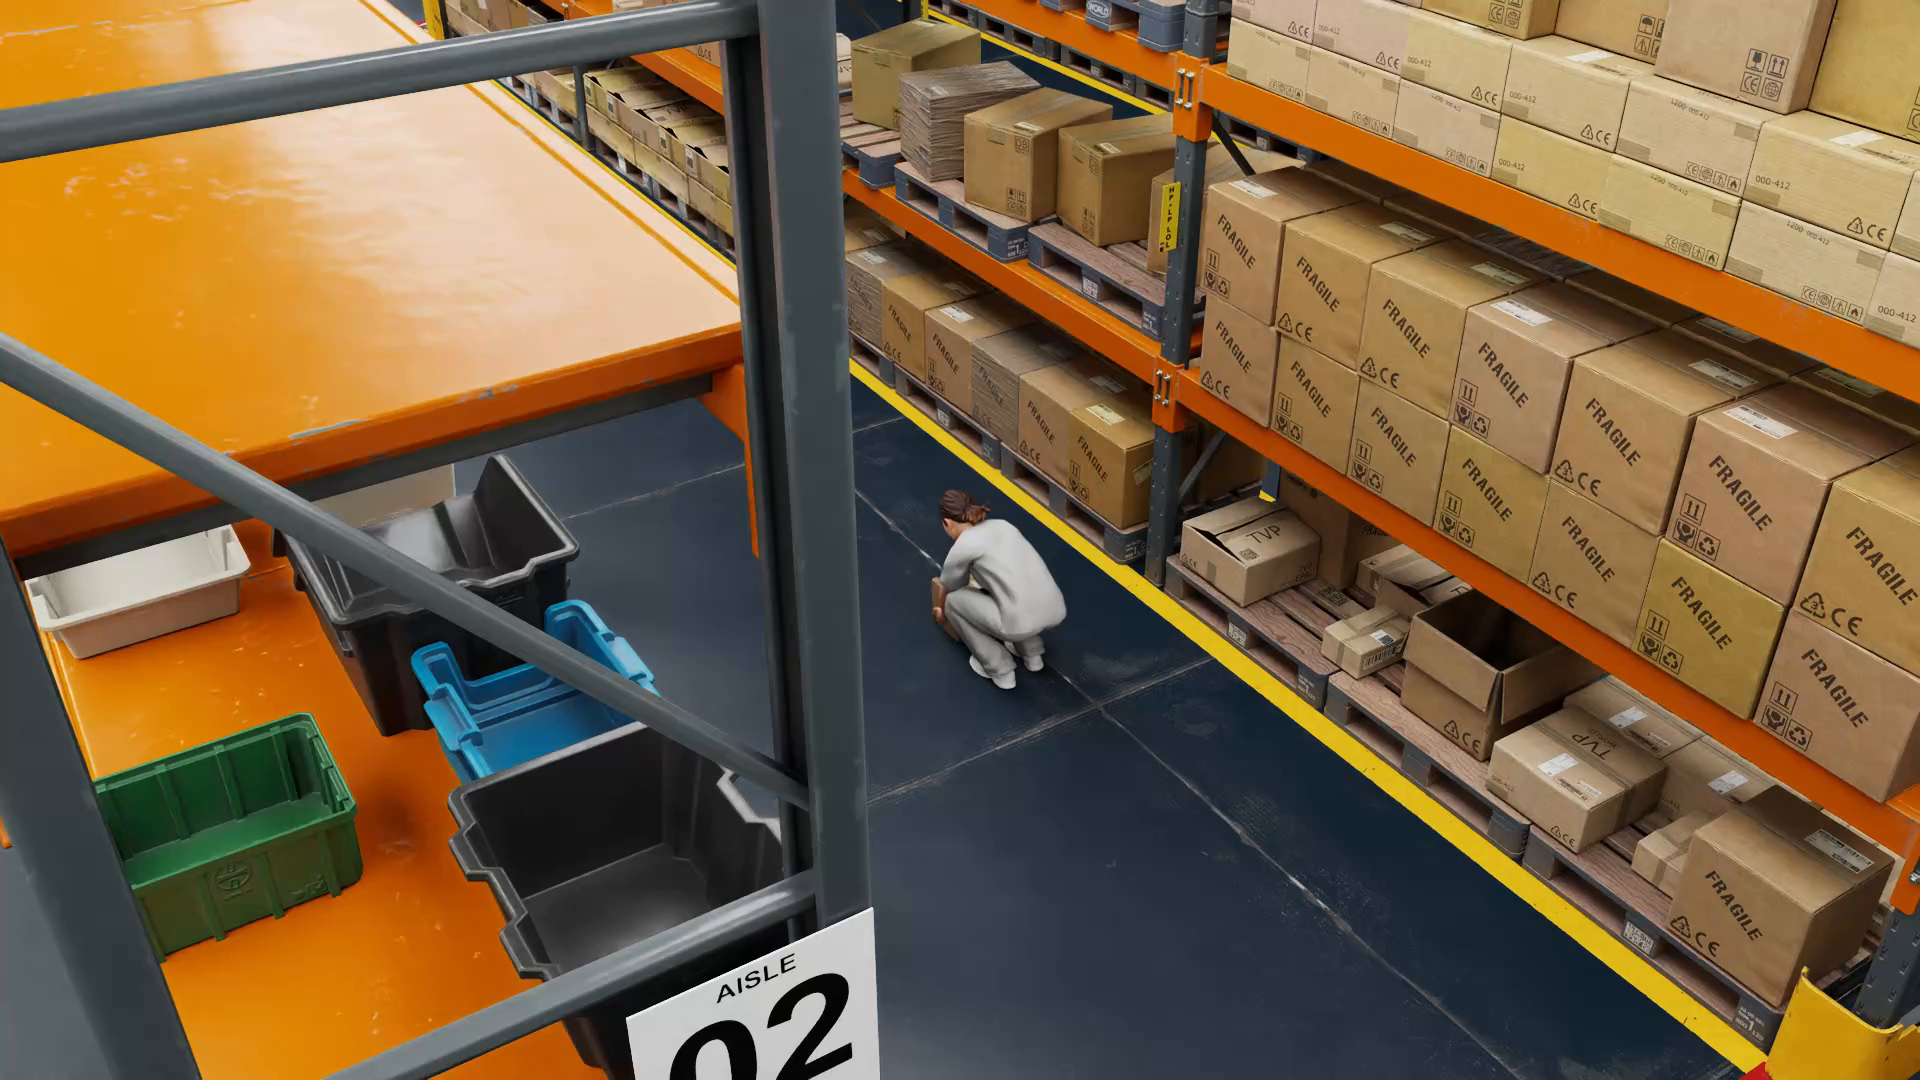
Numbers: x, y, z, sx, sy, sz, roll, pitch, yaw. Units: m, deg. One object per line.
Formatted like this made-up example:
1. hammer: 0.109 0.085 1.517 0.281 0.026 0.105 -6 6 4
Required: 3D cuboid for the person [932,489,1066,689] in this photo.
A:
1. person: 0.179 0.236 8.127 0.467 0.825 0.801 -19 37 -27
